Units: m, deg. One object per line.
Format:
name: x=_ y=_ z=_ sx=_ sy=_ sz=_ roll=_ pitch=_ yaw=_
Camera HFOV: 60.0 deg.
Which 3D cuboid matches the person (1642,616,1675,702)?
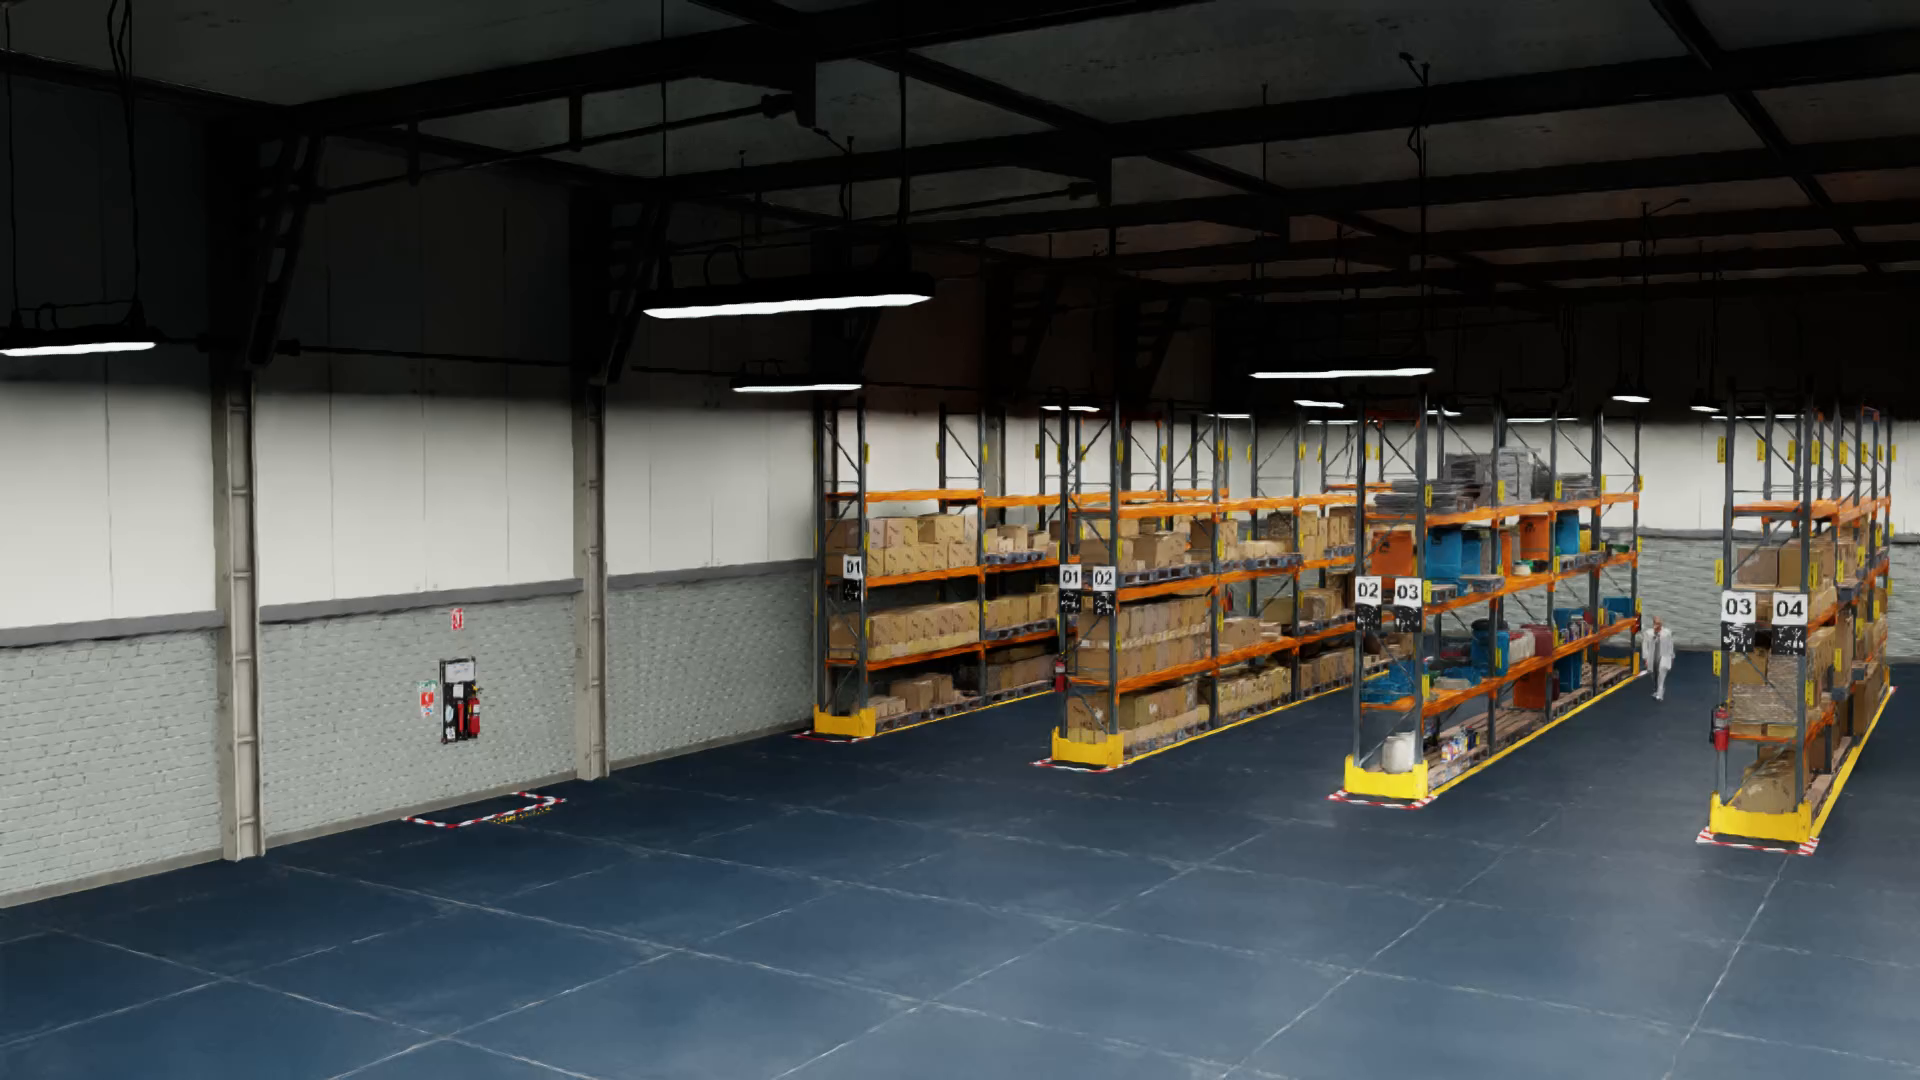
person: x=14.075 y=2.372 z=33.568 sx=0.598 sy=1.698 sz=1.172 roll=2 pitch=4 yaw=35
